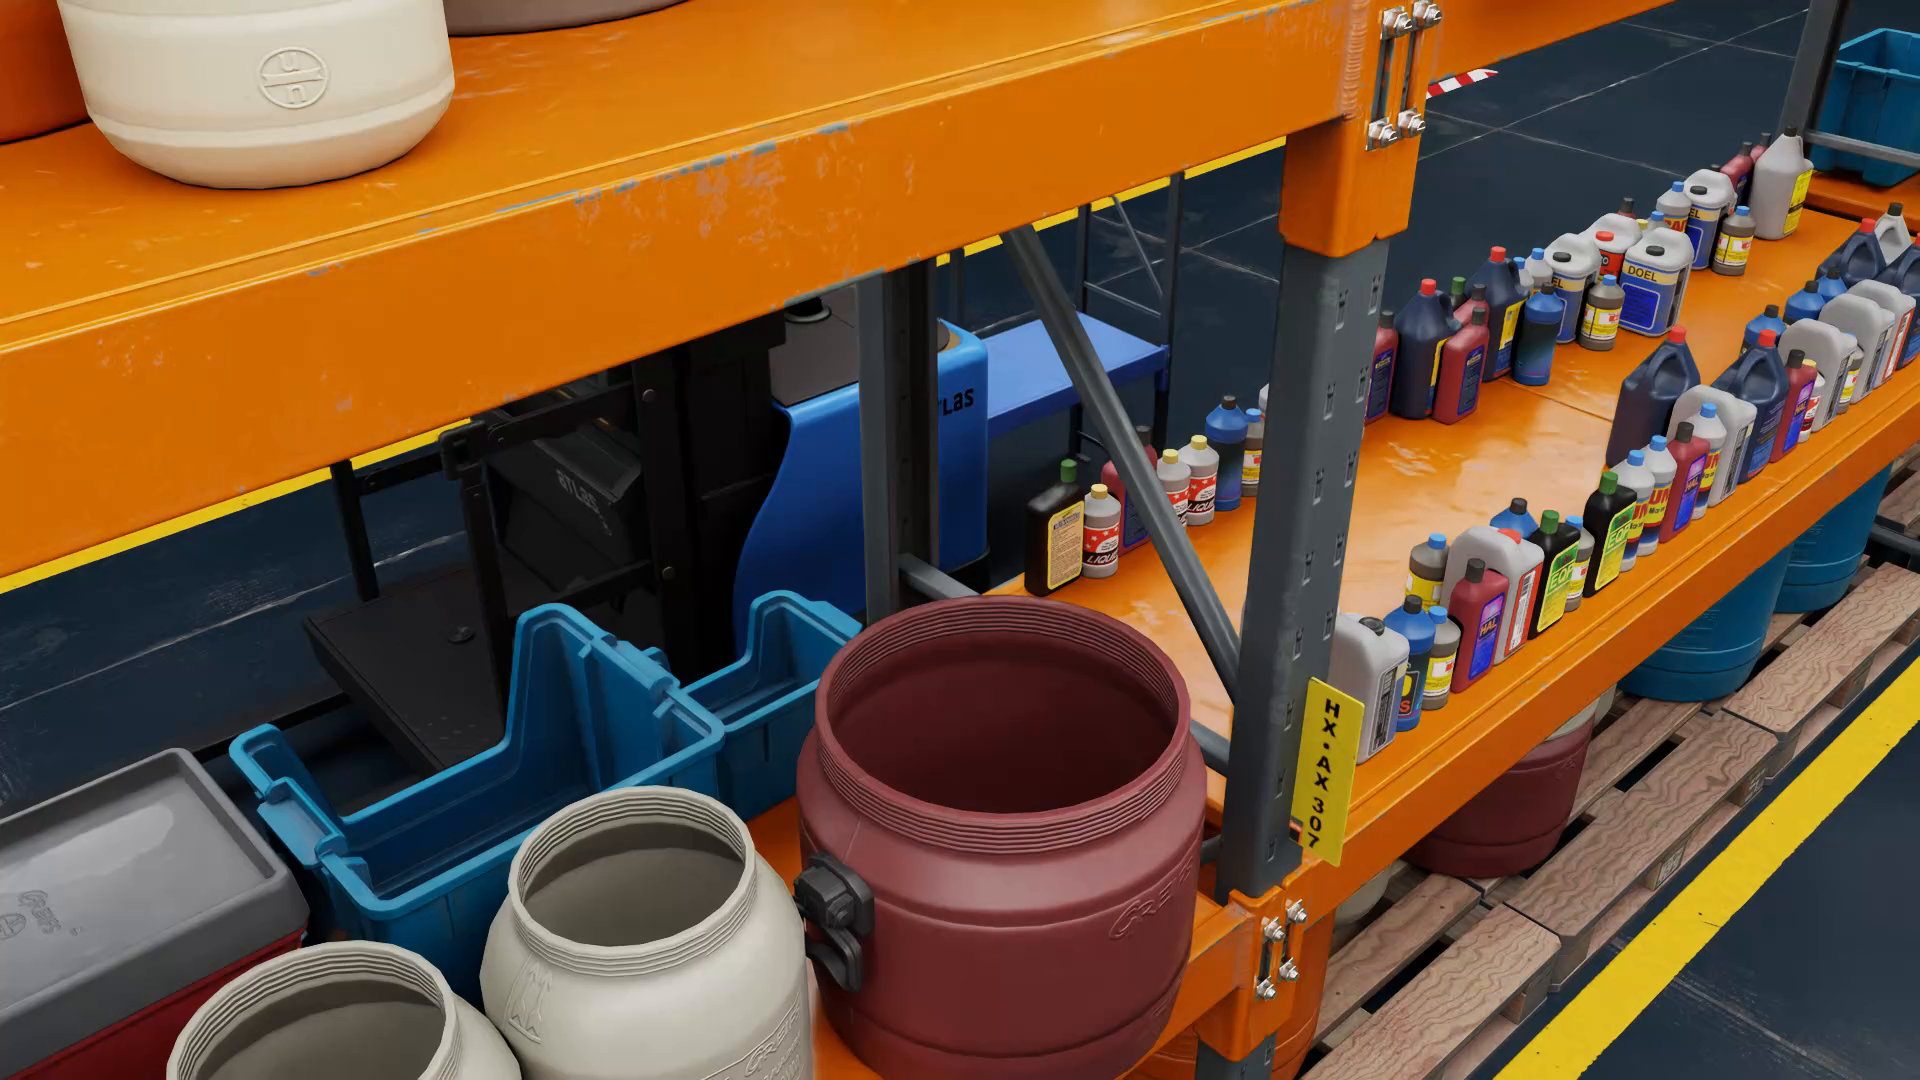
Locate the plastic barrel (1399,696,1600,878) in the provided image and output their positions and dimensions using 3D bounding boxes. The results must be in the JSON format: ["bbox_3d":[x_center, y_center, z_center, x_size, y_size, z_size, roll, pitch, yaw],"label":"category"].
[{"bbox_3d":[1.370,0.499,4.468,0.708,0.588,0.600,-26,40,-35],"label":"plastic barrel"}]

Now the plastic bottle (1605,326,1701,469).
[{"bbox_3d":[1.666,-0.336,3.972,0.185,0.351,0.144,-26,40,-35],"label":"plastic bottle"}]

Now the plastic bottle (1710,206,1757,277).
[{"bbox_3d":[2.359,-0.915,5.061,0.097,0.201,0.097,0,31,0],"label":"plastic bottle"}]

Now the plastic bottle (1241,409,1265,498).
[{"bbox_3d":[0.682,-0.211,3.911,0.097,0.201,0.097,0,31,0],"label":"plastic bottle"}]

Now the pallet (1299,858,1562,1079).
[{"bbox_3d":[0.744,1.124,4.210,1.213,0.211,1.003,-26,40,-35],"label":"pallet"}]

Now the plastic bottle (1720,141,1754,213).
[{"bbox_3d":[2.471,-1.125,5.326,0.133,0.283,0.061,-26,40,-35],"label":"plastic bottle"}]

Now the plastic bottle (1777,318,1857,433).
[{"bbox_3d":[2.152,-0.434,4.203,0.135,0.276,0.152,-26,40,-35],"label":"plastic bottle"}]

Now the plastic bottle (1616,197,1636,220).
[{"bbox_3d":[1.918,-0.857,4.888,0.133,0.283,0.061,-26,40,-35],"label":"plastic bottle"}]

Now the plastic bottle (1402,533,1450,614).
[{"bbox_3d":[0.973,0.080,3.435,0.097,0.201,0.097,0,31,0],"label":"plastic bottle"}]

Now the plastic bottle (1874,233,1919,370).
[{"bbox_3d":[2.541,-0.651,4.487,0.185,0.351,0.144,-26,40,-35],"label":"plastic bottle"}]

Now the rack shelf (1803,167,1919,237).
[{"bbox_3d":[4.594,-1.591,6.667,4.000,0.370,1.077,-26,40,-35],"label":"rack shelf"}]

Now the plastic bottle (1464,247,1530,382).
[{"bbox_3d":[1.418,-0.615,4.427,0.185,0.351,0.144,-26,40,-35],"label":"plastic bottle"}]

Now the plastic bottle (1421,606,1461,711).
[{"bbox_3d":[0.907,0.220,3.206,0.097,0.201,0.097,0,31,0],"label":"plastic bottle"}]

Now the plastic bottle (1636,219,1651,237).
[{"bbox_3d":[2.015,-0.856,4.965,0.097,0.201,0.097,0,31,0],"label":"plastic bottle"}]

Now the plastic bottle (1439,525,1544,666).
[{"bbox_3d":[1.071,0.089,3.348,0.135,0.276,0.152,-26,40,-35],"label":"plastic bottle"}]

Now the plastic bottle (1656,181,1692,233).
[{"bbox_3d":[2.157,-0.955,5.060,0.097,0.271,0.097,0,31,0],"label":"plastic bottle"}]

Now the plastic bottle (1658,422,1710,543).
[{"bbox_3d":[1.610,-0.143,3.720,0.133,0.283,0.061,-26,40,-35],"label":"plastic bottle"}]

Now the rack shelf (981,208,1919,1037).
[{"bbox_3d":[1.661,-0.173,4.347,4.000,0.370,1.077,-26,40,-35],"label":"rack shelf"}]

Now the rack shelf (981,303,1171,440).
[{"bbox_3d":[0.231,-0.576,6.099,1.000,0.185,0.538,-24,39,-34],"label":"rack shelf"}]

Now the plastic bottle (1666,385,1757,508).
[{"bbox_3d":[1.749,-0.239,3.884,0.135,0.276,0.152,-26,40,-35],"label":"plastic bottle"}]

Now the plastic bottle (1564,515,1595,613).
[{"bbox_3d":[1.272,0.043,3.495,0.097,0.201,0.097,0,31,0],"label":"plastic bottle"}]

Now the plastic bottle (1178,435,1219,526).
[{"bbox_3d":[0.539,-0.142,3.798,0.097,0.201,0.097,0,31,0],"label":"plastic bottle"}]

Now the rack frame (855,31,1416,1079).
[{"bbox_3d":[0.195,0.230,2.999,0.127,3.000,1.000,-26,40,-35],"label":"rack frame"}]

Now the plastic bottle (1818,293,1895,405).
[{"bbox_3d":[2.322,-0.516,4.338,0.135,0.276,0.152,-26,40,-35],"label":"plastic bottle"}]

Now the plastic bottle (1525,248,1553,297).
[{"bbox_3d":[1.577,-0.674,4.601,0.097,0.271,0.097,0,31,0],"label":"plastic bottle"}]

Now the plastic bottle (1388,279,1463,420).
[{"bbox_3d":[1.184,-0.502,4.242,0.185,0.351,0.144,-26,40,-35],"label":"plastic bottle"}]

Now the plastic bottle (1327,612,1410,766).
[{"bbox_3d":[0.732,0.253,3.080,0.135,0.276,0.152,-26,40,-35],"label":"plastic bottle"}]

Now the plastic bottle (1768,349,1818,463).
[{"bbox_3d":[2.014,-0.338,4.039,0.133,0.283,0.061,-26,40,-35],"label":"plastic bottle"}]

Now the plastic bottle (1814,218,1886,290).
[{"bbox_3d":[2.443,-0.706,4.577,0.185,0.351,0.144,-26,40,-35],"label":"plastic bottle"}]

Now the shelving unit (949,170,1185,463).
[{"bbox_3d":[0.231,-0.730,6.005,1.048,1.500,0.538,-24,39,-34],"label":"shelving unit"}]

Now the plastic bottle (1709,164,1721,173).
[{"bbox_3d":[2.327,-1.037,5.195,0.097,0.271,0.097,0,31,0],"label":"plastic bottle"}]

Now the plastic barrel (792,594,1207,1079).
[{"bbox_3d":[0.060,0.452,2.505,0.708,0.536,0.600,-26,40,-35],"label":"plastic barrel"}]

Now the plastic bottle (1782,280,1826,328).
[{"bbox_3d":[2.224,-0.555,4.406,0.097,0.271,0.097,0,31,0],"label":"plastic bottle"}]

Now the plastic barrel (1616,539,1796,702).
[{"bbox_3d":[2.198,-0.035,5.041,0.708,0.901,0.600,-26,40,-35],"label":"plastic barrel"}]

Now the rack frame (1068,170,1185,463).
[{"bbox_3d":[0.618,-0.901,6.286,0.032,1.500,0.500,-24,39,-34],"label":"rack frame"}]

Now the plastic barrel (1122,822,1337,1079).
[{"bbox_3d":[0.542,0.797,3.750,0.708,0.830,0.600,-26,40,-35],"label":"plastic barrel"}]

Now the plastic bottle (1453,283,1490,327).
[{"bbox_3d":[1.314,-0.522,4.340,0.133,0.283,0.061,-26,40,-35],"label":"plastic bottle"}]

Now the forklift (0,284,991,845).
[{"bbox_3d":[-1.346,-0.654,4.509,3.031,2.935,1.130,-24,39,-34],"label":"forklift"}]

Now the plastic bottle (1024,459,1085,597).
[{"bbox_3d":[0.201,-0.027,3.531,0.133,0.283,0.061,-26,40,-35],"label":"plastic bottle"}]

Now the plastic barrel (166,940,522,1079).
[{"bbox_3d":[-0.723,0.778,1.995,0.421,0.512,0.421,0,31,0],"label":"plastic barrel"}]

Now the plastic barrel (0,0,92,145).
[{"bbox_3d":[-1.035,-0.793,1.384,0.708,0.830,0.600,-26,40,-35],"label":"plastic barrel"}]

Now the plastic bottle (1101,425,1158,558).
[{"bbox_3d":[0.370,-0.109,3.665,0.133,0.283,0.061,-26,40,-35],"label":"plastic bottle"}]

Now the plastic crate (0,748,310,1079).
[{"bbox_3d":[-1.198,0.659,2.236,0.583,0.464,0.402,-26,40,-35],"label":"plastic crate"}]

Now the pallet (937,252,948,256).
[{"bbox_3d":[-0.808,-1.592,8.652,1.213,0.211,1.003,-26,40,-35],"label":"pallet"}]

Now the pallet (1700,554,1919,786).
[{"bbox_3d":[2.534,0.258,5.625,1.213,0.211,1.003,-26,40,-35],"label":"pallet"}]

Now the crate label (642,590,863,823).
[{"bbox_3d":[-0.369,0.307,3.032,0.416,0.233,0.303,-26,40,-35],"label":"crate label"}]

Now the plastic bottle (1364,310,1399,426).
[{"bbox_3d":[1.039,-0.432,4.194,0.133,0.283,0.061,-26,40,-35],"label":"plastic bottle"}]

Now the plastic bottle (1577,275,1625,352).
[{"bbox_3d":[1.779,-0.634,4.602,0.097,0.201,0.097,0,31,0],"label":"plastic bottle"}]

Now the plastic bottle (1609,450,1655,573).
[{"bbox_3d":[1.442,-0.069,3.611,0.097,0.271,0.097,0,31,0],"label":"plastic bottle"}]

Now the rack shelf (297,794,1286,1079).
[{"bbox_3d":[-1.272,1.246,2.026,4.000,0.370,1.077,-26,40,-35],"label":"rack shelf"}]
